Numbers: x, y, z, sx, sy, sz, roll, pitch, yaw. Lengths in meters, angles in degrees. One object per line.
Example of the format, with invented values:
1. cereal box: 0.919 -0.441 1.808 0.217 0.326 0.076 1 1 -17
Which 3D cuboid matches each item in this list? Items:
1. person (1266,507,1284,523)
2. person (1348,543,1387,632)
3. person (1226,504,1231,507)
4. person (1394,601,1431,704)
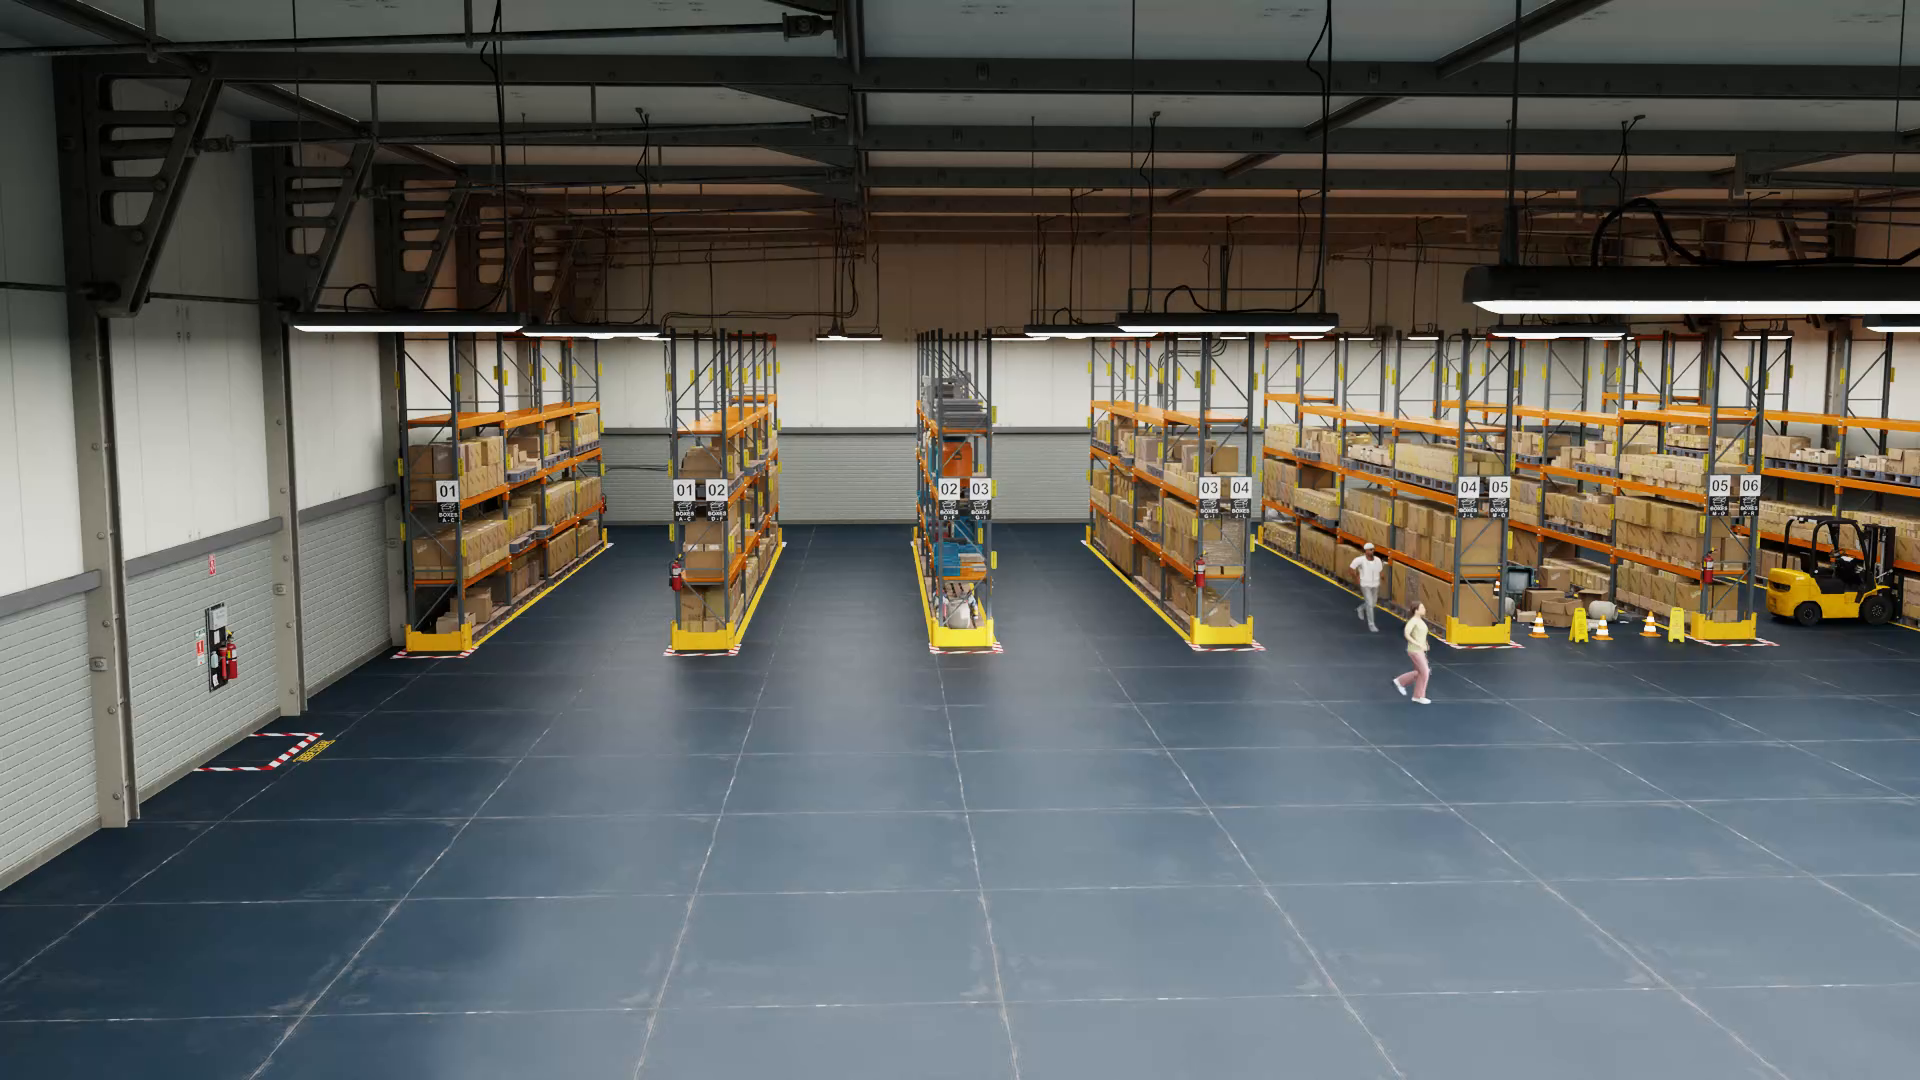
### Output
1. person: 9.290 -0.919 49.117 0.671 1.741 0.751 0 7 1
2. person: 8.207 0.929 33.433 0.700 1.762 0.839 -2 7 -18
3. person: 7.395 -0.604 46.960 0.630 1.598 0.566 1 7 12
4. person: 7.243 1.784 26.603 0.618 1.644 0.589 4 8 28
